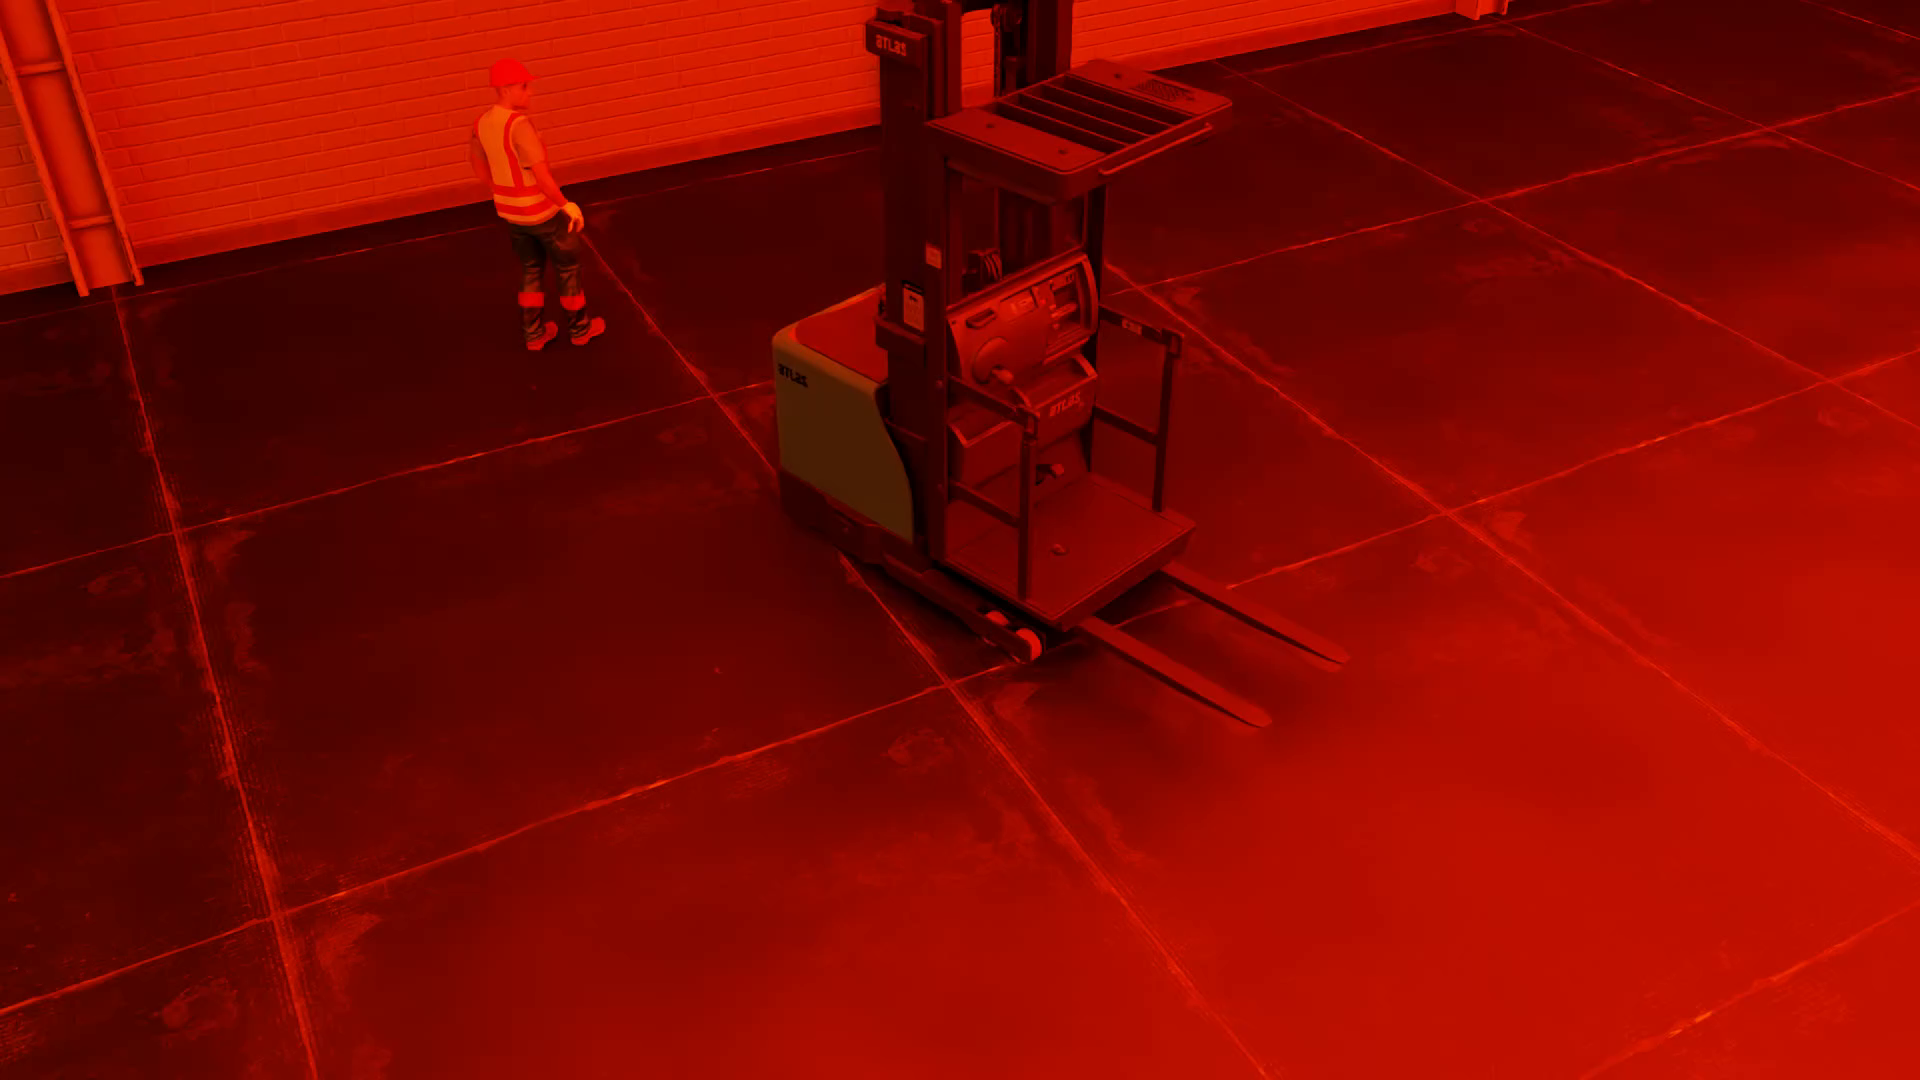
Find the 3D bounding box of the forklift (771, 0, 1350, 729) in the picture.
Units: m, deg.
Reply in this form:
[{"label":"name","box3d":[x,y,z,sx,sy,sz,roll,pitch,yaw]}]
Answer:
[{"label":"forklift","box3d":[0.450,-0.955,7.474,3.031,2.935,1.130,29,45,35]}]

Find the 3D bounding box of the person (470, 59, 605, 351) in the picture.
[{"label":"person","box3d":[-2.516,-2.001,9.960,0.757,1.772,0.512,19,39,25]}]
